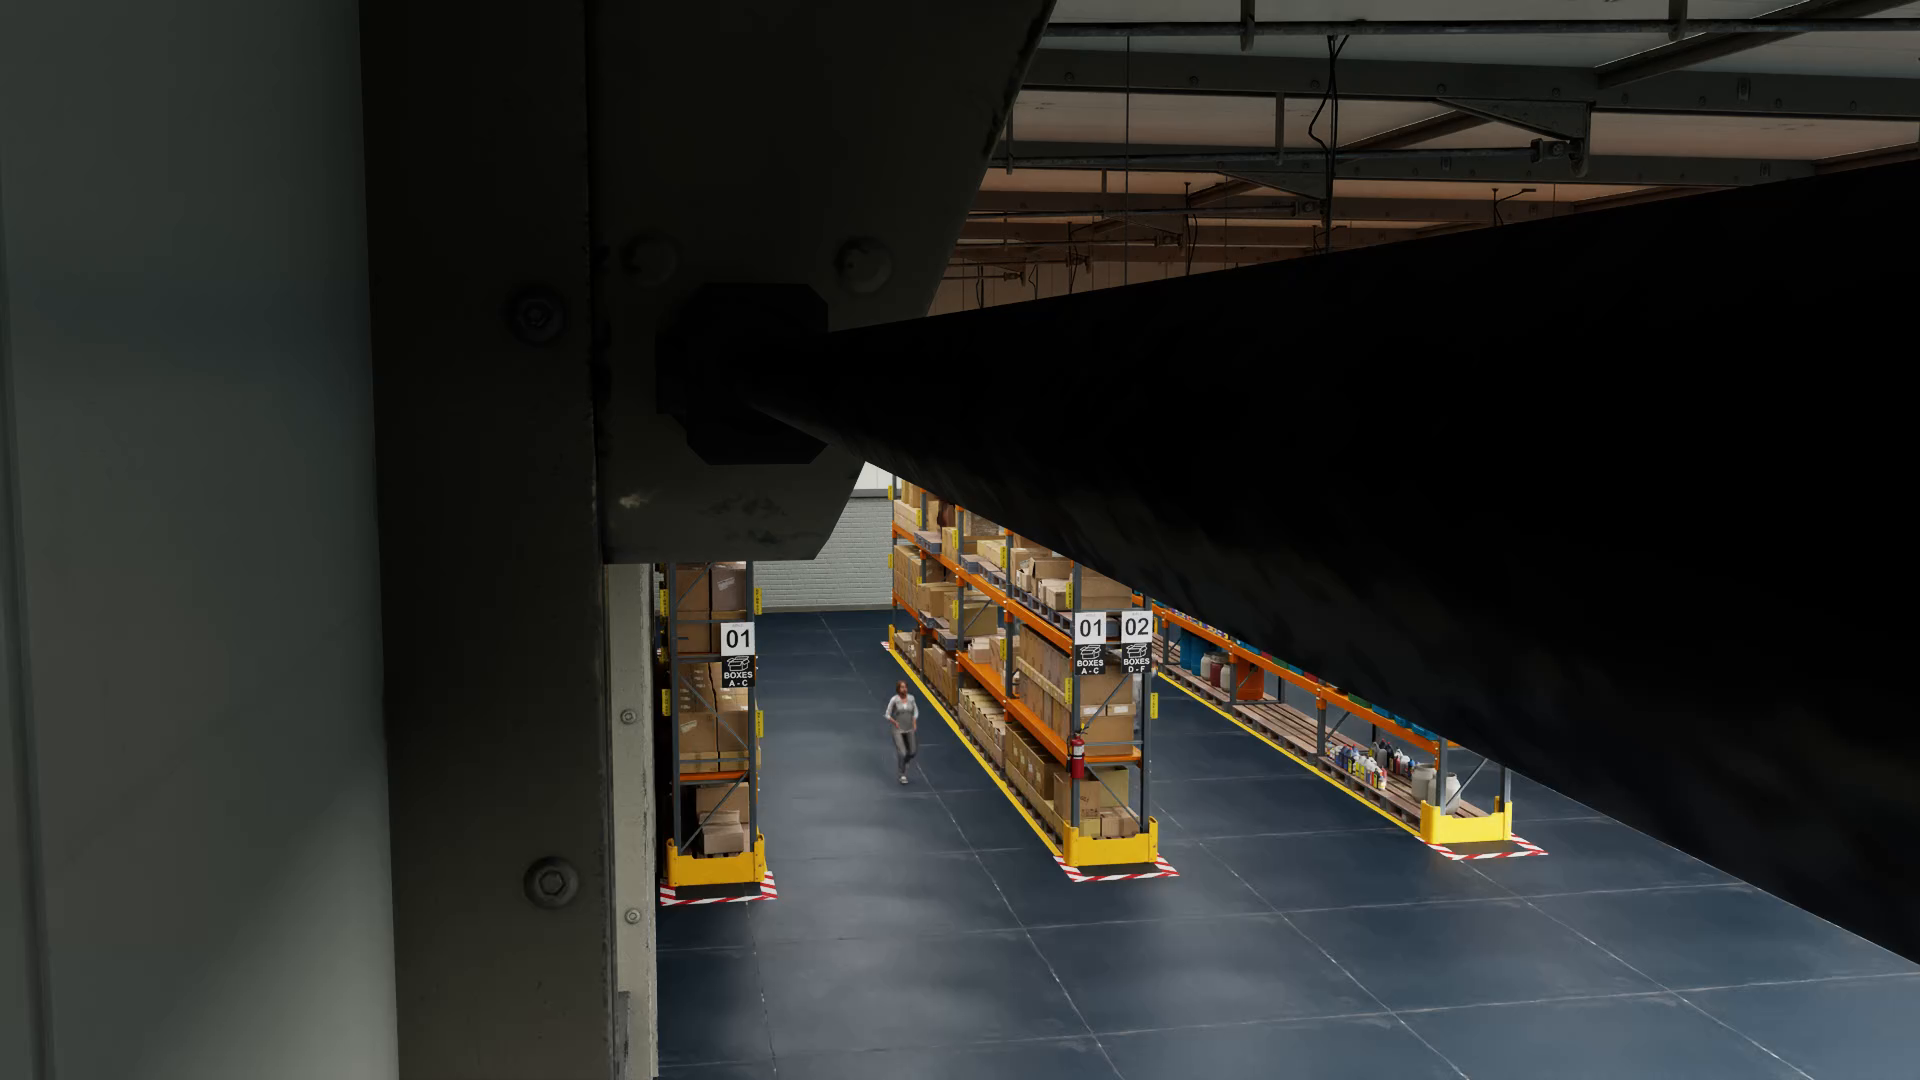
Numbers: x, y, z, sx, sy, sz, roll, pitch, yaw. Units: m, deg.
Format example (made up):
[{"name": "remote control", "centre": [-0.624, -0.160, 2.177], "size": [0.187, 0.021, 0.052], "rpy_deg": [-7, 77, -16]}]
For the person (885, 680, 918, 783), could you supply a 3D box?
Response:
[{"name": "person", "centre": [-0.854, 2.877, 24.928], "size": [0.532, 1.531, 0.559], "rpy_deg": [-2, 6, -18]}]

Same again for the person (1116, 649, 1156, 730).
[{"name": "person", "centre": [3.033, 2.403, 28.250], "size": [0.679, 1.765, 0.660], "rpy_deg": [-2, 6, -18]}]
